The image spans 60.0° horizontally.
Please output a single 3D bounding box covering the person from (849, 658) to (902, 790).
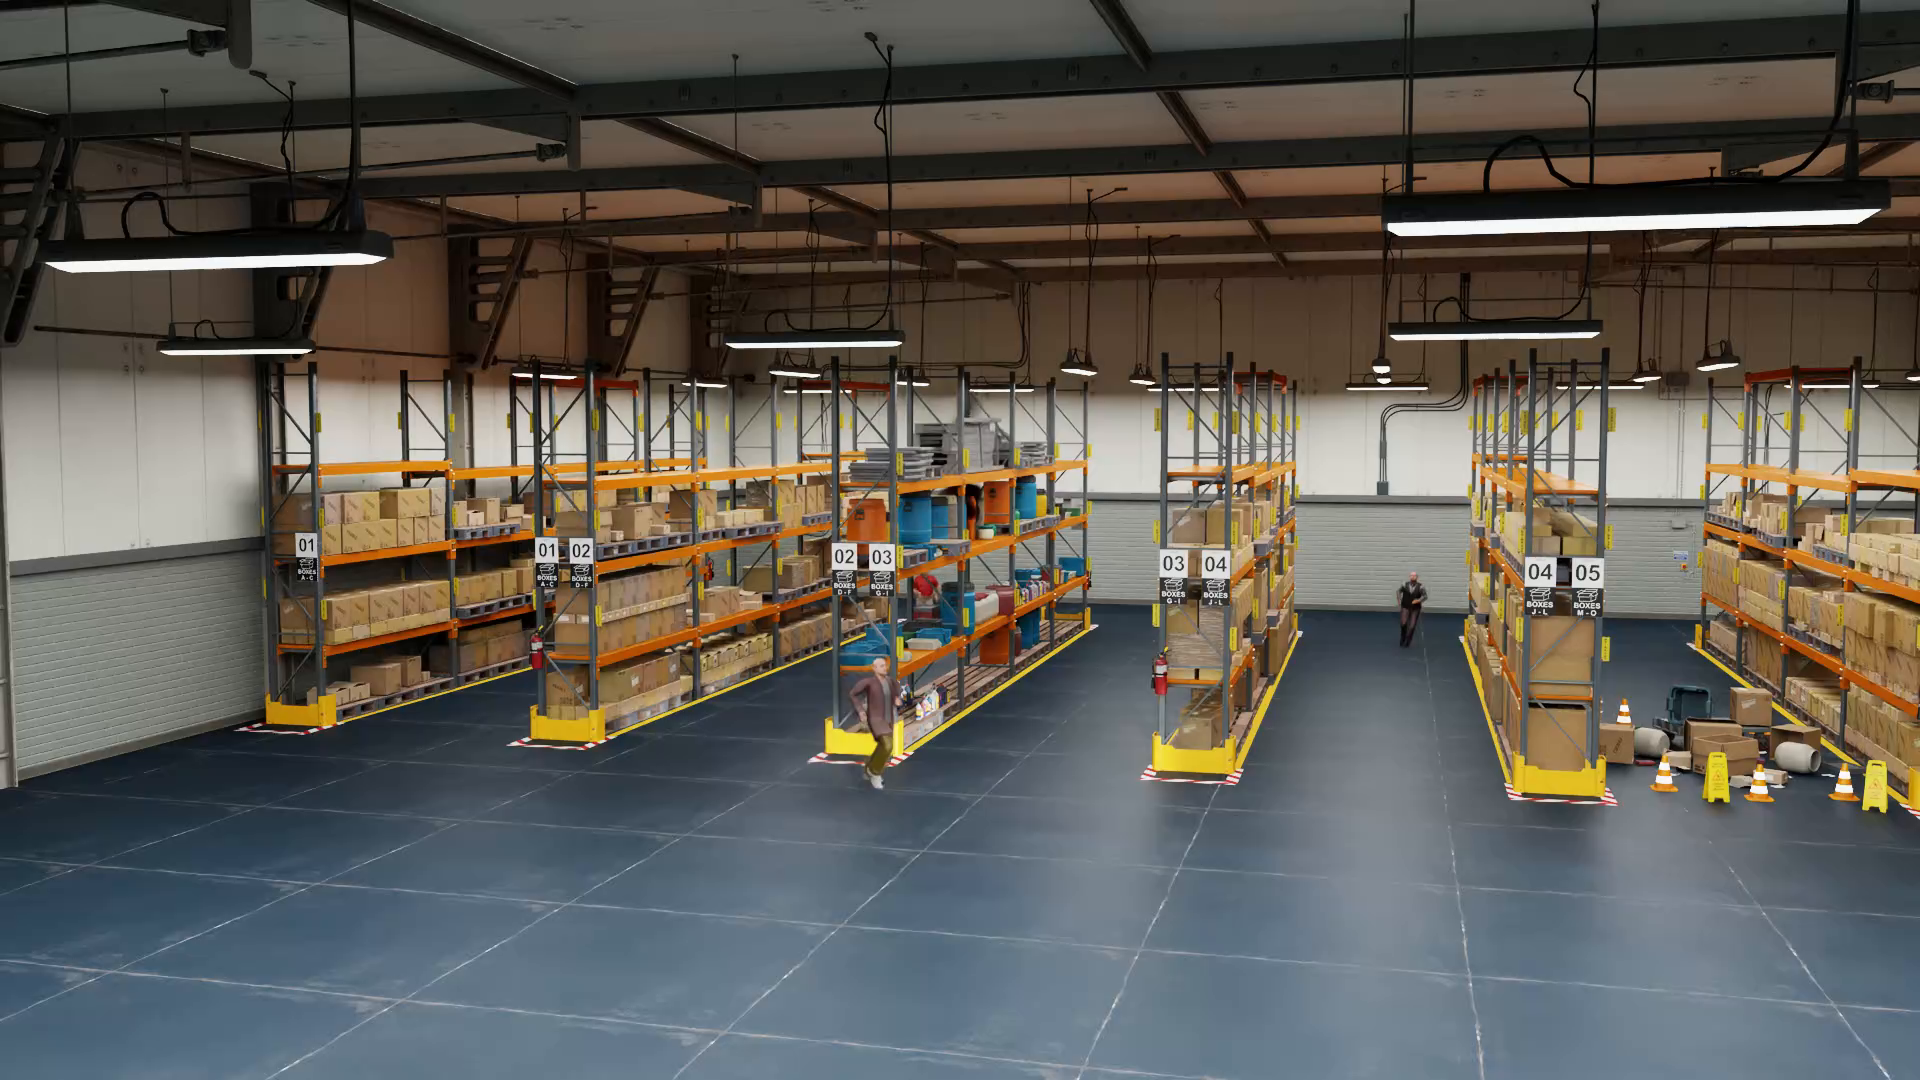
[{"bbox_3d":[-1.076,2.517,22.793,0.747,1.793,0.674,4,5,41],"label":"person"}]

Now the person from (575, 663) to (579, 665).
[{"bbox_3d":[-6.754,2.058,30.215,0.480,1.700,0.818,0,4,4],"label":"person"}]

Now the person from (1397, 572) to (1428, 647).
[{"bbox_3d":[10.060,1.549,37.043,0.692,1.692,0.580,1,4,20],"label":"person"}]

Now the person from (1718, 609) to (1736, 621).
[{"bbox_3d":[17.601,1.516,37.904,0.647,1.618,0.586,3,5,33],"label":"person"}]

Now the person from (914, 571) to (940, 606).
[{"bbox_3d":[-0.823,1.432,38.746,0.652,1.685,0.602,0,4,4],"label":"person"}]
